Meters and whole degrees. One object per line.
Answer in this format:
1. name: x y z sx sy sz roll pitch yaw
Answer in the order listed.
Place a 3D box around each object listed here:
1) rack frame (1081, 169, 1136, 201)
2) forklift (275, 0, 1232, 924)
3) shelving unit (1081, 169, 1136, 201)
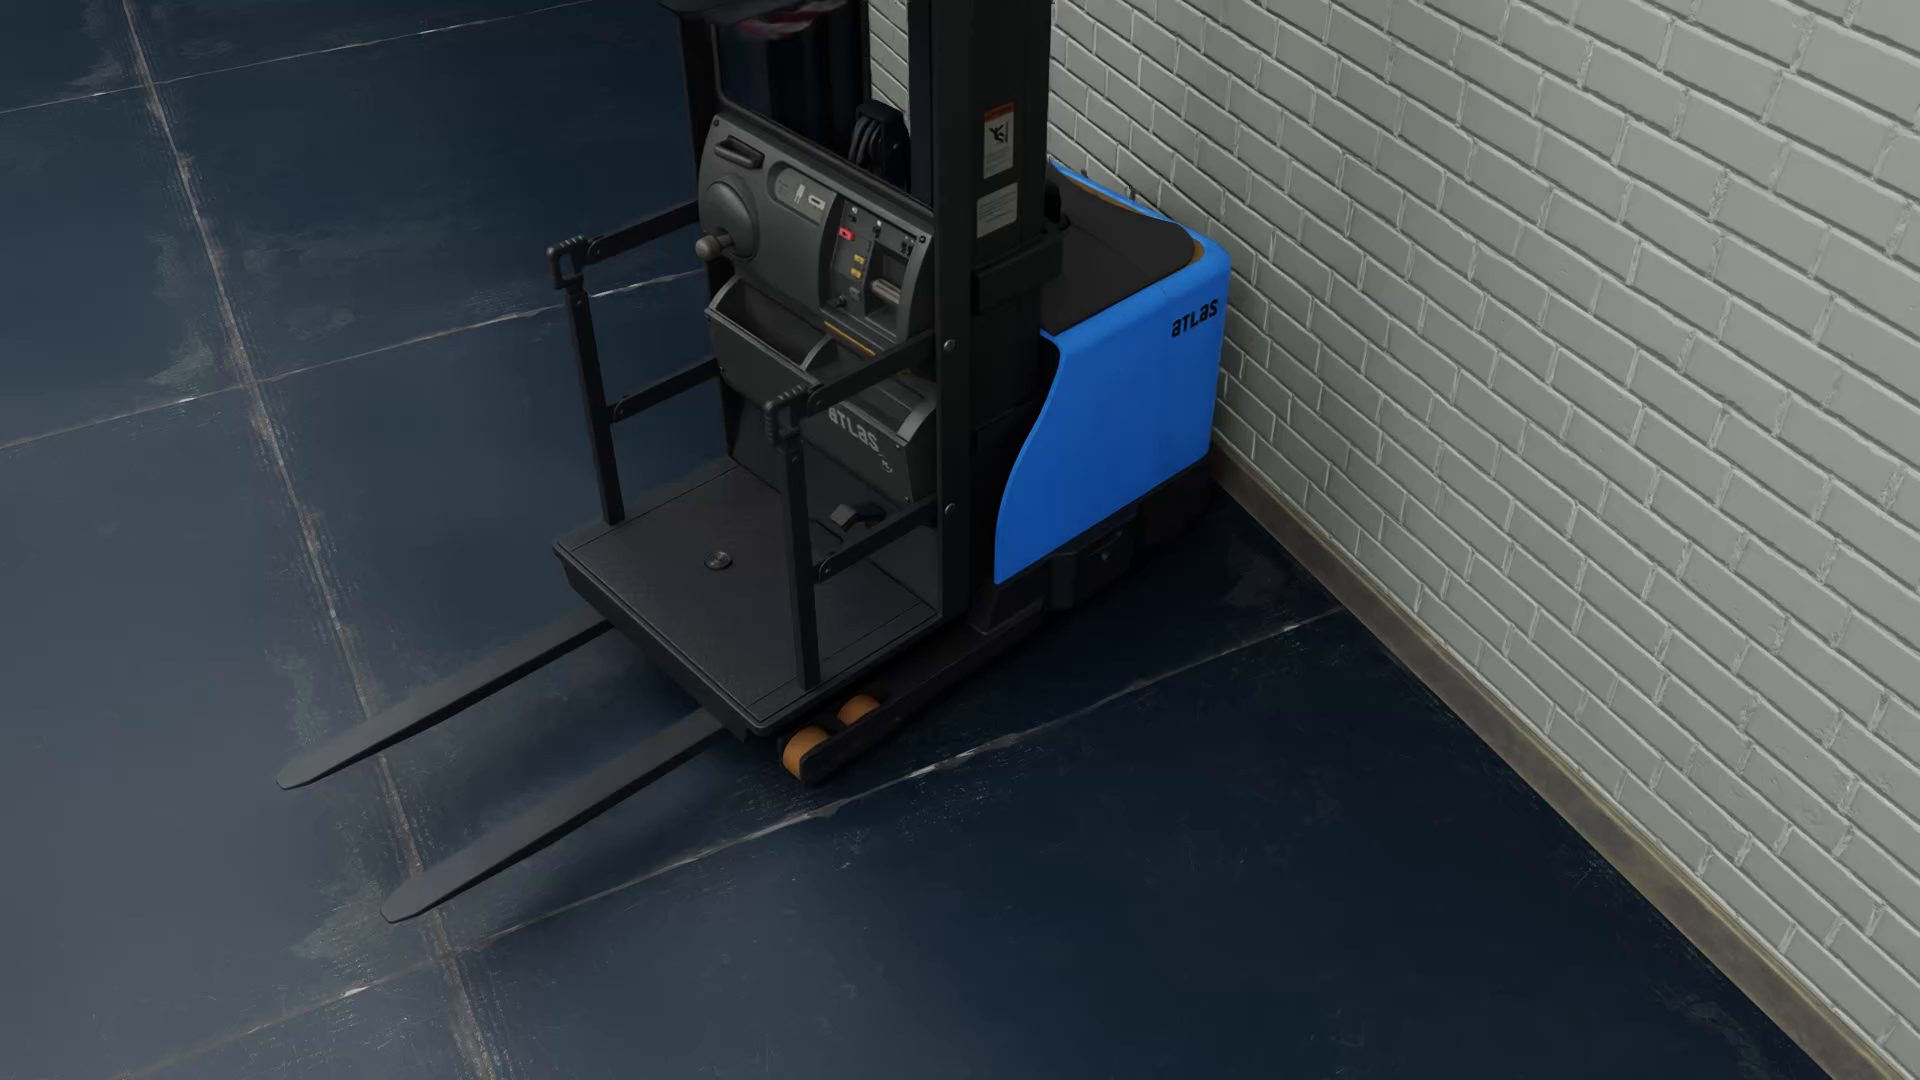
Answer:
1. rack frame: 0.516 -0.920 6.140 0.240 0.900 0.006 29 47 30
2. forklift: -0.565 -0.788 4.412 3.031 2.935 1.130 -31 49 -31
3. shelving unit: 0.449 -0.872 6.081 0.258 0.900 0.210 29 47 30
